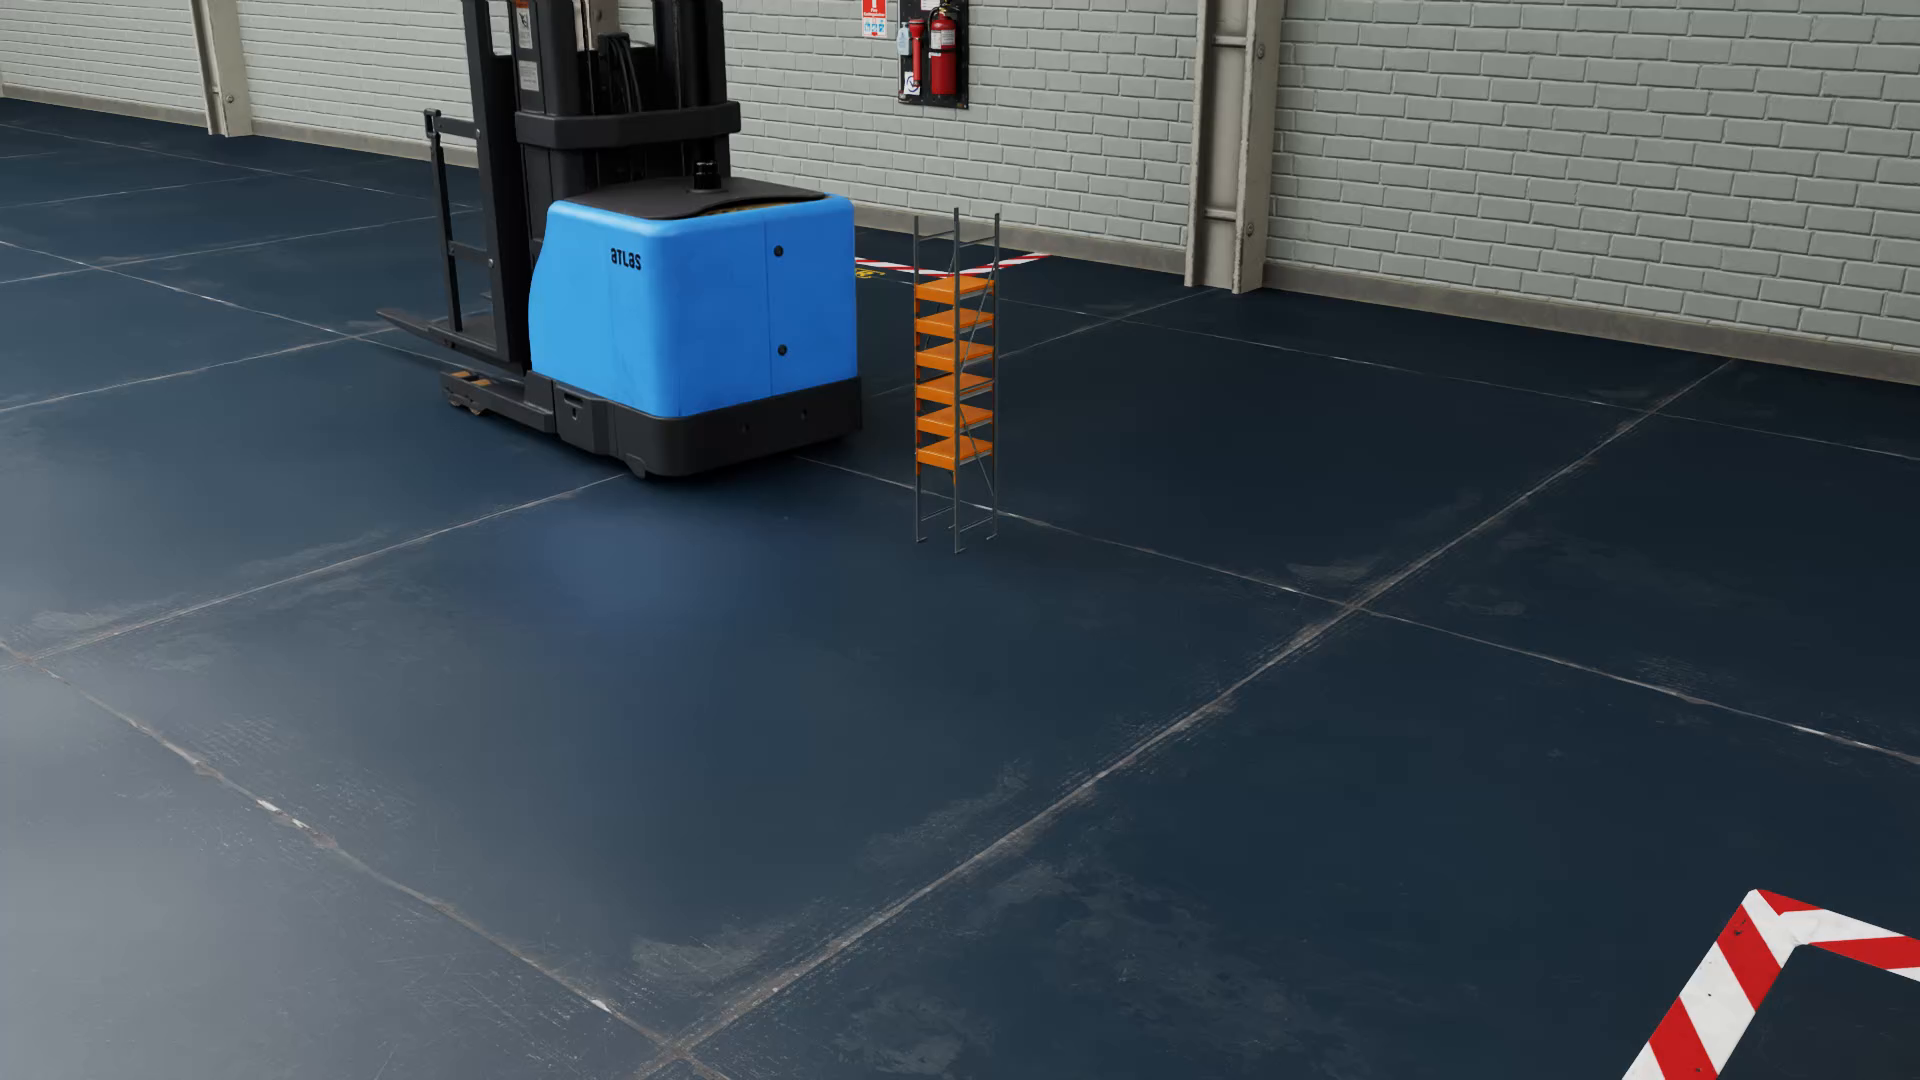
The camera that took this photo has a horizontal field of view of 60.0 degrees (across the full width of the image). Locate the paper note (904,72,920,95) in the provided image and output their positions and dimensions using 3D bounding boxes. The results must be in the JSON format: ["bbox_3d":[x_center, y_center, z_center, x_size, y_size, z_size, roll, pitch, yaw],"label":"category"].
[{"bbox_3d":[-0.336,-3.199,11.648,0.142,0.148,0.016,16,26,36],"label":"paper note"}]

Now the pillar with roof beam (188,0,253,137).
[{"bbox_3d":[-10.371,-7.298,12.768,0.400,9.000,9.100,16,26,36],"label":"pillar with roof beam"}]

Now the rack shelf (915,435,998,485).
[{"bbox_3d":[-0.011,-0.298,6.065,0.180,0.103,0.258,16,26,36],"label":"rack shelf"}]

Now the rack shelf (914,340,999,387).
[{"bbox_3d":[-0.011,-0.635,5.938,0.180,0.103,0.258,16,26,36],"label":"rack shelf"}]

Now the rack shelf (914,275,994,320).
[{"bbox_3d":[-0.011,-0.860,5.854,0.180,0.103,0.258,16,26,36],"label":"rack shelf"}]

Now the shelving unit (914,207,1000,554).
[{"bbox_3d":[-0.011,-0.565,5.965,0.189,1.200,0.258,16,26,36],"label":"shelving unit"}]

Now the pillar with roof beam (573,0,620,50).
[{"bbox_3d":[-5.723,-5.960,9.218,0.400,9.000,9.100,16,26,36],"label":"pillar with roof beam"}]

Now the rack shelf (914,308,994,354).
[{"bbox_3d":[-0.011,-0.748,5.896,0.180,0.103,0.258,16,26,36],"label":"rack shelf"}]

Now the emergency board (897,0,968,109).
[{"bbox_3d":[-0.243,-3.552,11.337,0.643,1.169,0.194,16,26,36],"label":"emergency board"}]

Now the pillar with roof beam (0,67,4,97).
[{"bbox_3d":[-15.019,-8.637,16.318,0.400,9.000,9.100,16,26,36],"label":"pillar with roof beam"}]

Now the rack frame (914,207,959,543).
[{"bbox_3d":[-0.082,-0.585,6.019,0.006,1.200,0.240,16,26,36],"label":"rack frame"}]

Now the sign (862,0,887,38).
[{"bbox_3d":[-0.606,-3.721,11.733,0.234,0.329,0.001,16,26,36],"label":"sign"}]

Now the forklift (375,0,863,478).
[{"bbox_3d":[-1.797,-2.057,7.470,1.130,2.935,3.031,-18,27,-40],"label":"forklift"}]

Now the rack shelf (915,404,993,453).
[{"bbox_3d":[-0.011,-0.411,6.023,0.180,0.103,0.258,16,26,36],"label":"rack shelf"}]

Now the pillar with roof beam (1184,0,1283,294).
[{"bbox_3d":[-1.074,-4.621,5.669,0.400,9.000,9.100,16,26,36],"label":"pillar with roof beam"}]

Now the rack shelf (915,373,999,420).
[{"bbox_3d":[-0.011,-0.523,5.981,0.180,0.103,0.258,16,26,36],"label":"rack shelf"}]

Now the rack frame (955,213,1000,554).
[{"bbox_3d":[0.060,-0.544,5.911,0.006,1.200,0.240,16,26,36],"label":"rack frame"}]
